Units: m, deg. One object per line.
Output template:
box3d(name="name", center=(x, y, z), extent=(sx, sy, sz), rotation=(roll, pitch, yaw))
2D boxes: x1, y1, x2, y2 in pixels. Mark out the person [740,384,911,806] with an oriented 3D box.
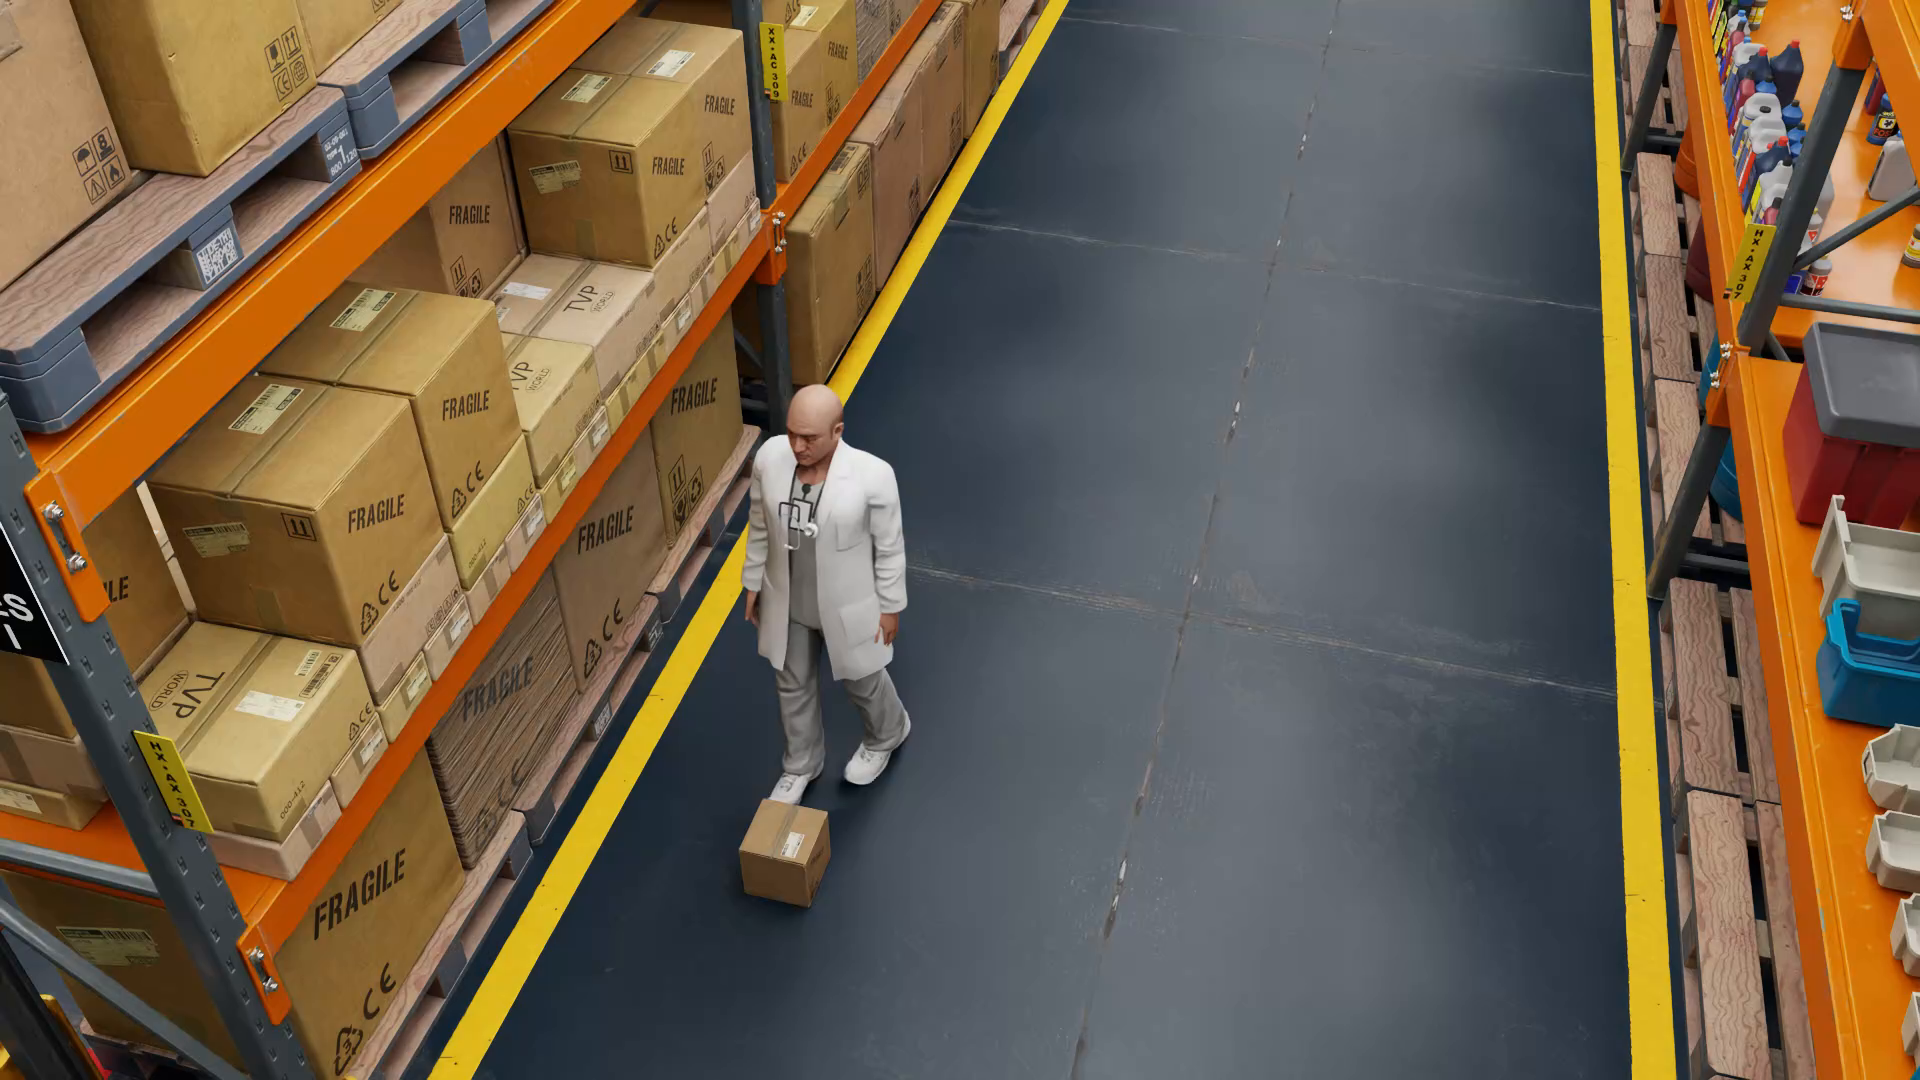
box3d(name="person", center=(-0.505, 0.235, 5.898), extent=(0.611, 1.802, 0.652), rotation=(15, 43, 16))
